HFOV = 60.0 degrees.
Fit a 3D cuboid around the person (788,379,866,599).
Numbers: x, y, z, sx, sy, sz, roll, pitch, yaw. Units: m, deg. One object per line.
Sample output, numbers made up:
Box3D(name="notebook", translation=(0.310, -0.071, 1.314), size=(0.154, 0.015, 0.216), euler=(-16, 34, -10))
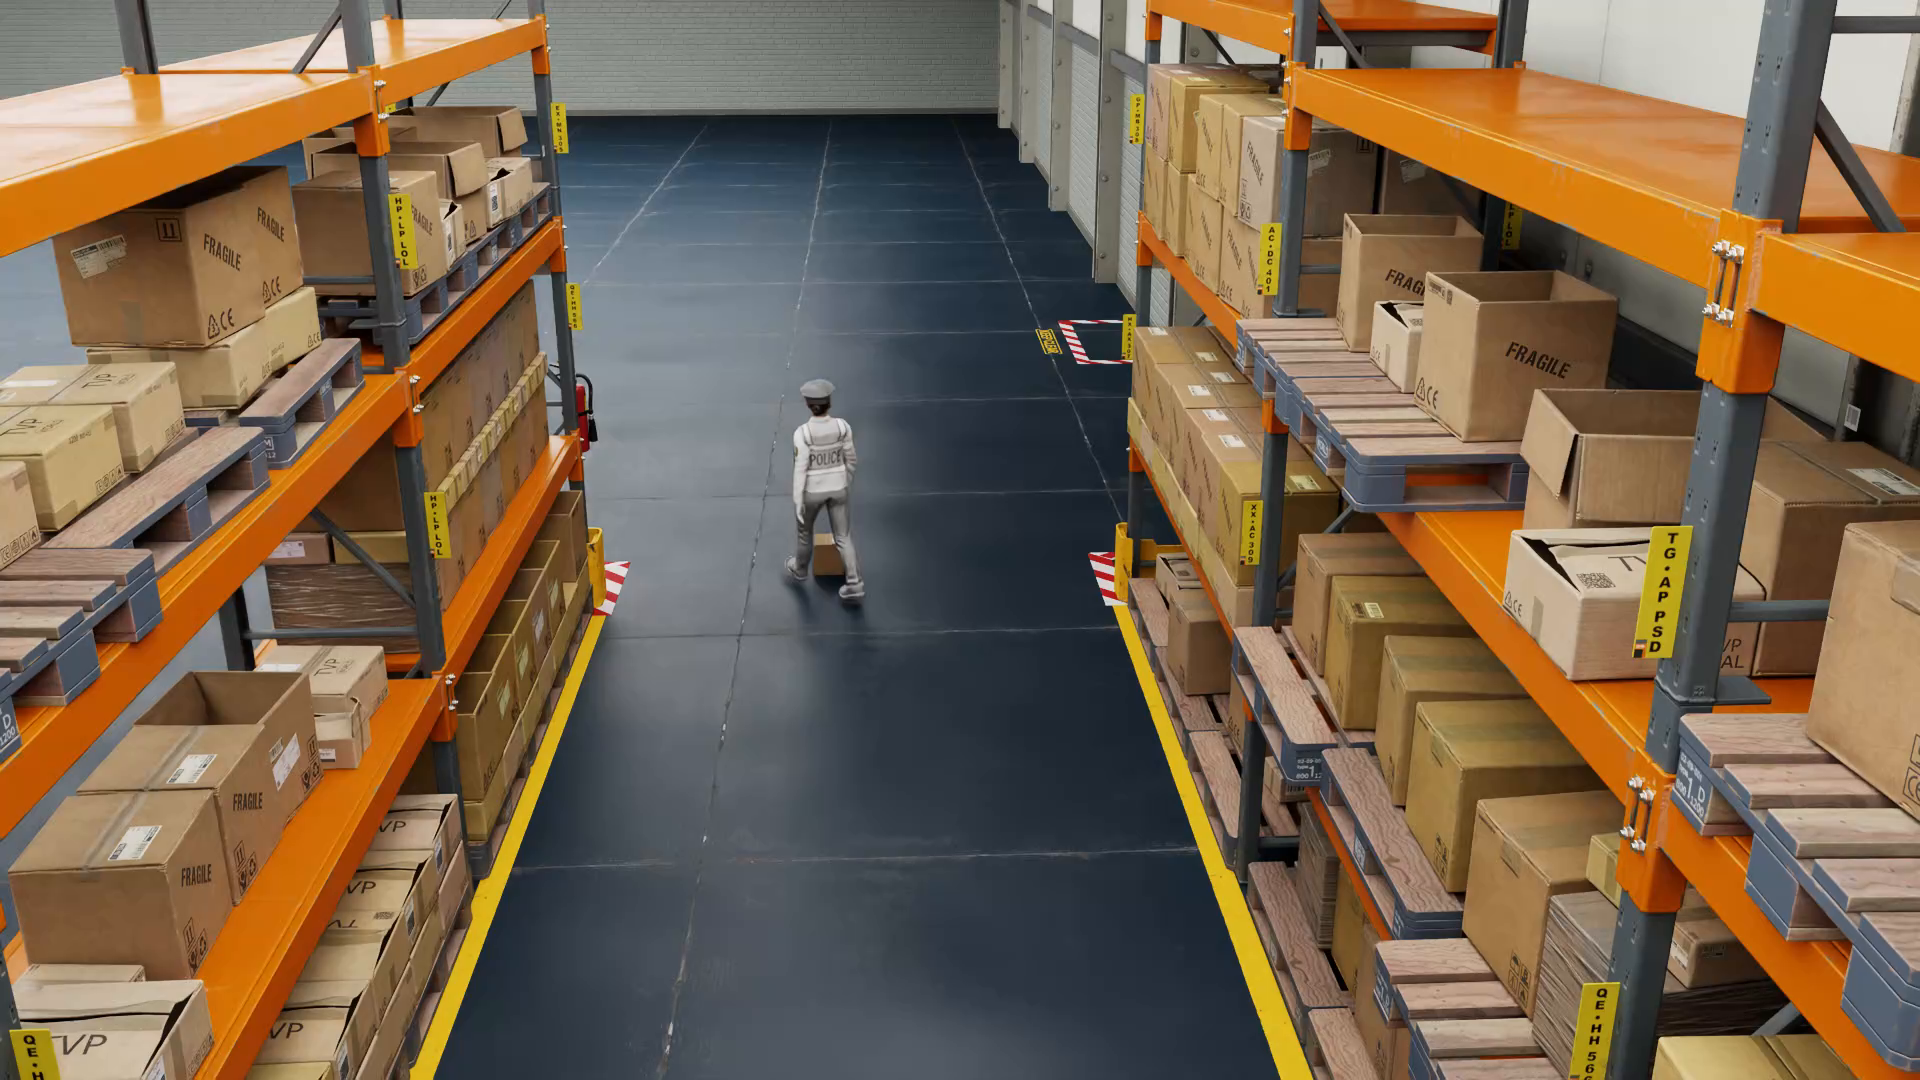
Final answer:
Box3D(name="person", translation=(-1.010, -0.391, 12.157), size=(0.512, 1.619, 0.988), euler=(-7, 22, -19))
